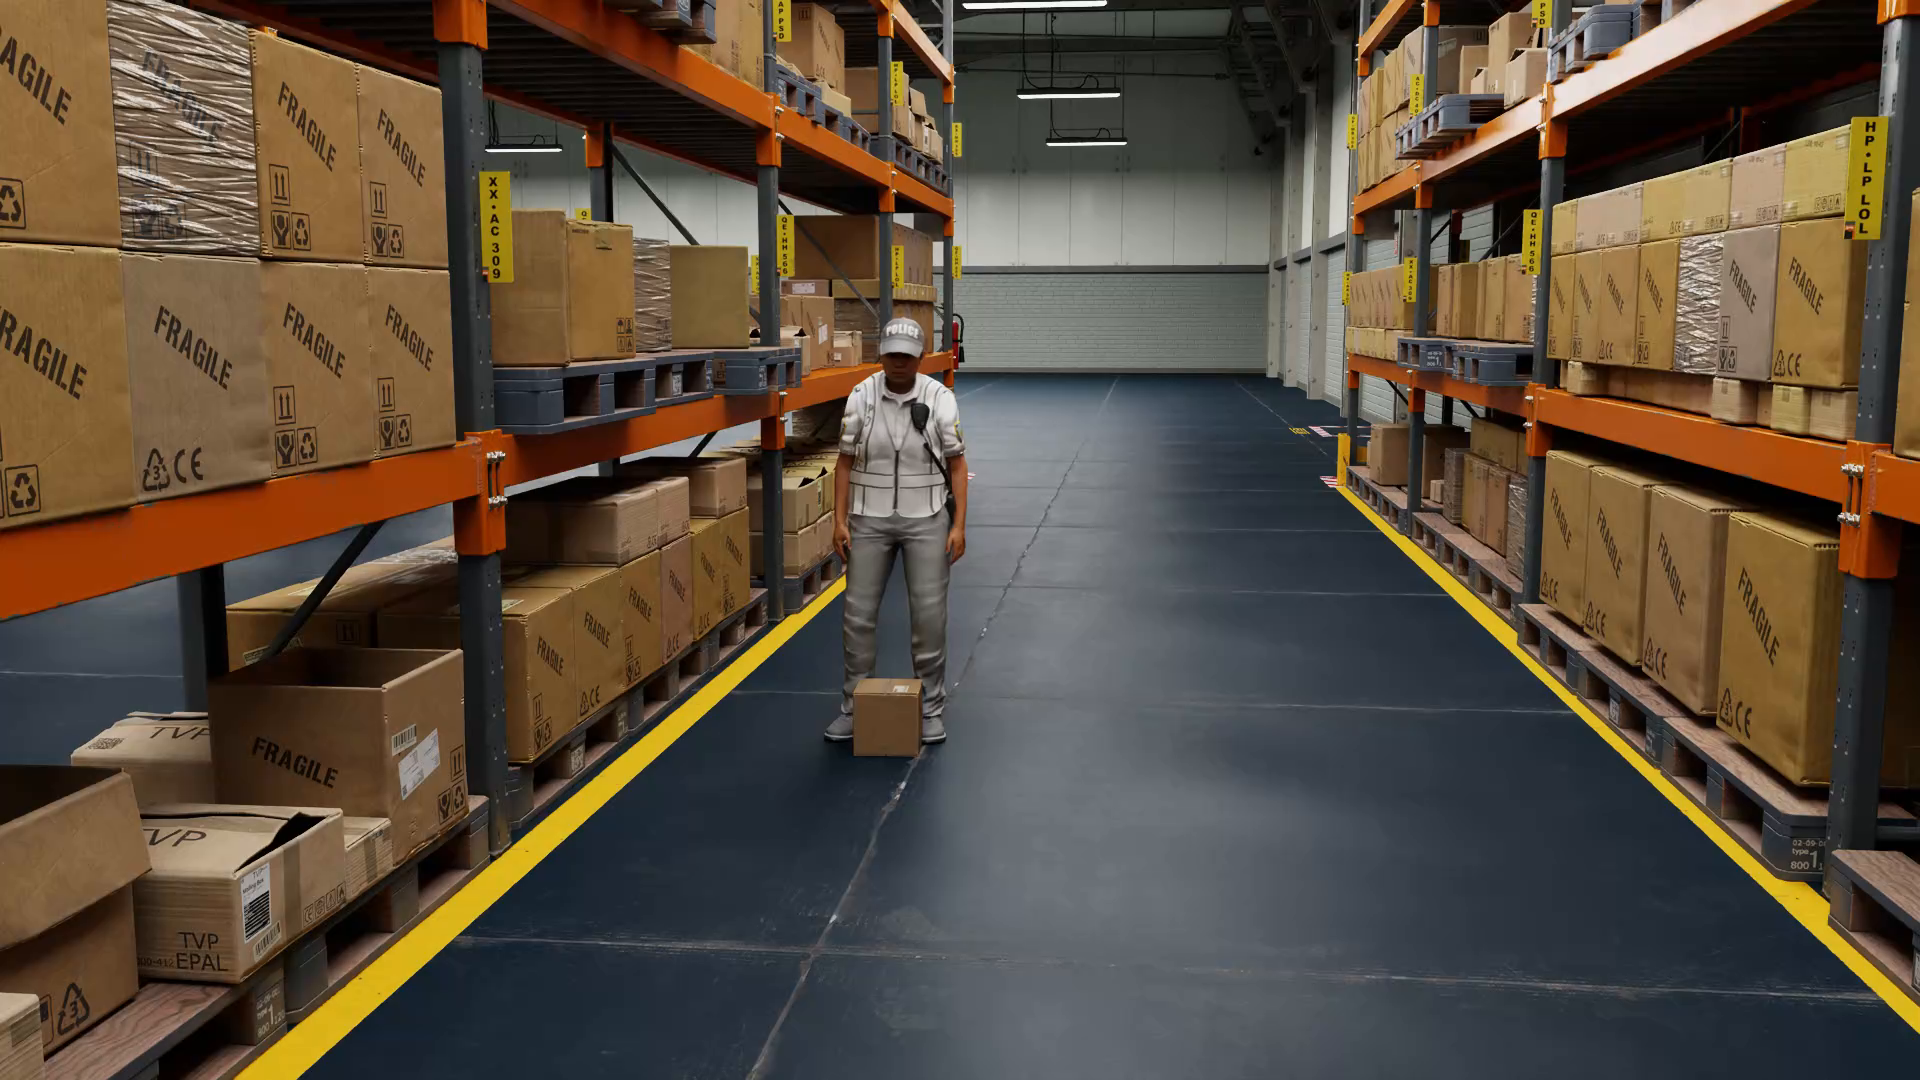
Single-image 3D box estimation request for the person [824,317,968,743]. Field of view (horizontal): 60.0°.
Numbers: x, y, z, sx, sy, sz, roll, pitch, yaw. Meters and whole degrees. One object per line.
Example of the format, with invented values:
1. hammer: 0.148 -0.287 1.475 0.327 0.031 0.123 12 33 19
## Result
1. person: -0.253 -0.042 6.582 0.563 1.667 0.463 1 8 5
